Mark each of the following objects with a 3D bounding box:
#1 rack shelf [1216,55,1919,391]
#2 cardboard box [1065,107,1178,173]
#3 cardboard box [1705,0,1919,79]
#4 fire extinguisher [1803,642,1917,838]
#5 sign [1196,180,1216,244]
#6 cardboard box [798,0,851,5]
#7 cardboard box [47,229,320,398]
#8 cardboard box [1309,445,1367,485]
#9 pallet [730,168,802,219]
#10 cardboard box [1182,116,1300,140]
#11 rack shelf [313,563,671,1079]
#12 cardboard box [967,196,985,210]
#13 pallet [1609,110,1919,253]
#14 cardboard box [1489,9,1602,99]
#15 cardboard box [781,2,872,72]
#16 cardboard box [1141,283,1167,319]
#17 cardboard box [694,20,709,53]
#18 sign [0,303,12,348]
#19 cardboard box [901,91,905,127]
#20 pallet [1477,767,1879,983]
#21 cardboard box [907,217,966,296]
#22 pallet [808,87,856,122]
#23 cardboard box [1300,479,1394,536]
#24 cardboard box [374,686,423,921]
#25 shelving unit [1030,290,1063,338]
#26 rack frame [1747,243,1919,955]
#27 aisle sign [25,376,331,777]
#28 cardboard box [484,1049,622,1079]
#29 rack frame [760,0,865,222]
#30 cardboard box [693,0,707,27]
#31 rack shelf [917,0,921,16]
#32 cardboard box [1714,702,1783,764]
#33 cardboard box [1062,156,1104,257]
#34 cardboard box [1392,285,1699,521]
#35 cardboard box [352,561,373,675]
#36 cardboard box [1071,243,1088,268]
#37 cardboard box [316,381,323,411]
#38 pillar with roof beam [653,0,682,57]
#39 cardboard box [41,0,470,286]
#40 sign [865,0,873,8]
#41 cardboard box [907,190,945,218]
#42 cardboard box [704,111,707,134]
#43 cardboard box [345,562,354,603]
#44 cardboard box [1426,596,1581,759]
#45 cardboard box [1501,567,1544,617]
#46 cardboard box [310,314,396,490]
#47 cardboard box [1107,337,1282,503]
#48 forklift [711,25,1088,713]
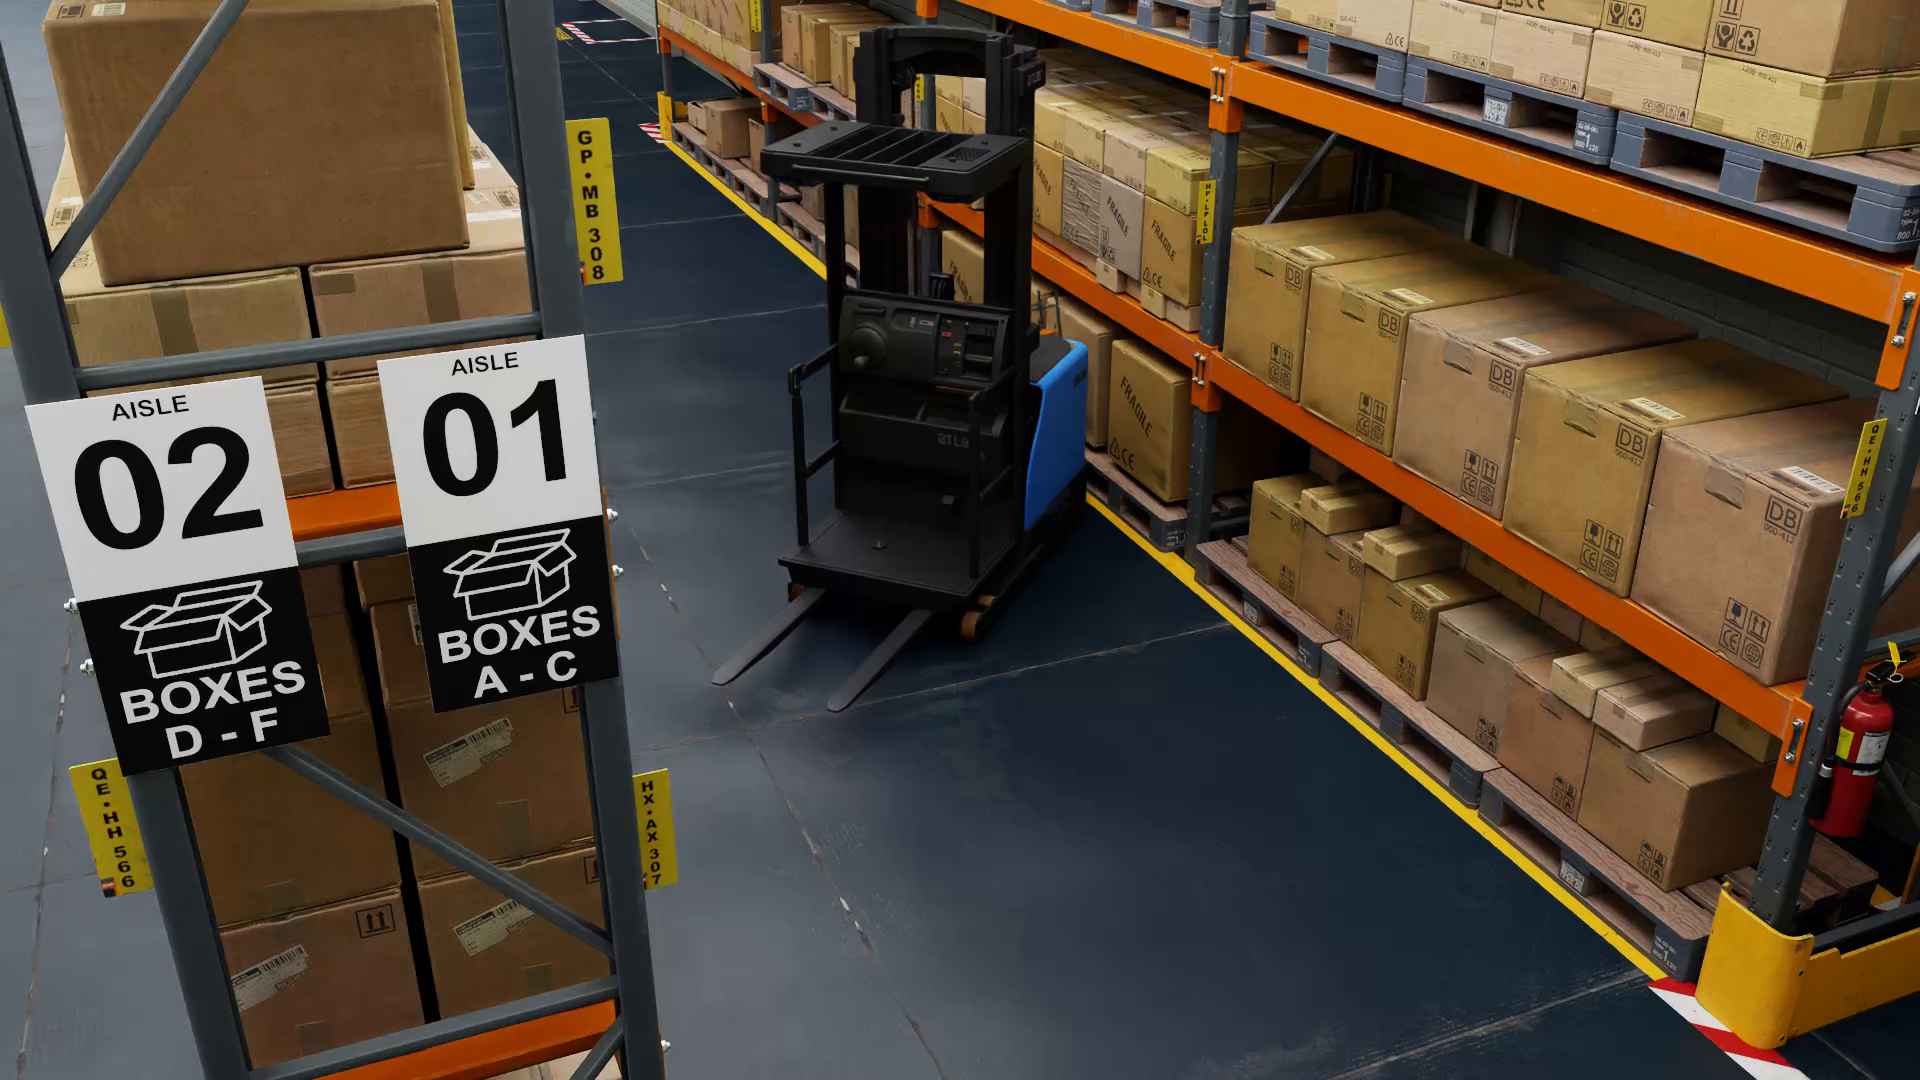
[{"bbox_3d":[2.547,-1.514,6.833,1.077,0.370,4.000,-11,28,-21],"label":"rack shelf"},{"bbox_3d":[0.954,-2.380,9.875,0.500,0.250,0.500,-10,28,-20],"label":"cardboard box"},{"bbox_3d":[2.792,-1.782,5.285,0.500,0.500,0.500,-11,28,-21],"label":"cardboard box"},{"bbox_3d":[2.964,0.661,5.491,0.296,0.674,0.183,-11,28,-21],"label":"fire extinguisher"},{"bbox_3d":[1.268,-1.684,8.551,0.100,0.325,0.005,-11,28,-21],"label":"sign"},{"bbox_3d":[-1.361,-5.030,15.928,0.500,0.500,0.500,-11,28,-22],"label":"cardboard box"},{"bbox_3d":[-1.662,-0.498,3.533,0.500,0.250,0.500,-11,28,-21],"label":"cardboard box"},{"bbox_3d":[2.088,-0.427,8.836,0.380,0.149,0.250,-11,28,-21],"label":"cardboard box"},{"bbox_3d":[-1.665,-3.538,16.756,1.003,0.211,1.213,-11,28,-21],"label":"pallet"},{"bbox_3d":[1.612,-2.262,9.633,0.500,0.250,0.500,-10,28,-20],"label":"cardboard box"},{"bbox_3d":[-2.010,0.687,5.745,1.077,0.370,4.000,-11,28,-21],"label":"rack shelf"},{"bbox_3d":[0.230,-2.410,11.530,0.380,0.149,0.250,-10,28,-19],"label":"cardboard box"},{"bbox_3d":[3.030,-1.288,5.651,1.003,0.211,1.213,-11,28,-21],"label":"pallet"},{"bbox_3d":[2.386,-1.865,6.311,0.500,0.250,0.500,-11,28,-22],"label":"cardboard box"},{"bbox_3d":[-1.202,-4.558,15.050,0.700,0.500,0.500,-10,28,-20],"label":"cardboard box"},{"bbox_3d":[1.250,-1.378,9.418,0.380,0.149,0.250,-10,28,-20],"label":"cardboard box"},{"bbox_3d":[-2.431,-5.213,17.156,0.500,0.250,0.500,-10,28,-20],"label":"cardboard box"},{"bbox_3d":[-1.745,-0.488,2.902,0.100,0.325,0.005,-11,28,-21],"label":"sign"},{"bbox_3d":[-0.240,-3.563,13.013,0.700,0.500,0.500,-13,29,-25],"label":"cardboard box"},{"bbox_3d":[2.945,1.262,6.925,1.003,0.211,1.213,-11,28,-21],"label":"pallet"},{"bbox_3d":[-0.133,-2.268,13.323,0.700,0.500,0.500,-10,28,-20],"label":"cardboard box"},{"bbox_3d":[-0.616,-3.617,13.959,1.003,0.211,1.213,-11,28,-21],"label":"pallet"},{"bbox_3d":[1.928,-0.164,8.299,0.380,0.149,0.250,-10,28,-19],"label":"cardboard box"},{"bbox_3d":[-1.365,0.694,4.796,0.500,0.500,0.500,-11,28,-21],"label":"cardboard box"},{"bbox_3d":[0.516,-0.918,10.250,0.258,1.200,0.189,-16,17,-29],"label":"shelving unit"},{"bbox_3d":[3.330,0.318,5.680,1.000,3.000,0.127,-11,28,-21],"label":"rack frame"},{"bbox_3d":[-1.482,0.083,3.199,0.394,0.787,0.004,-11,28,-21],"label":"aisle sign"},{"bbox_3d":[-1.374,1.739,5.403,0.500,0.250,0.500,-11,28,-21],"label":"cardboard box"},{"bbox_3d":[-1.370,-4.526,15.602,1.000,3.000,0.127,-11,28,-21],"label":"rack frame"},{"bbox_3d":[-2.432,-5.558,17.008,0.500,0.500,0.500,-10,28,-19],"label":"cardboard box"},{"bbox_3d":[-0.586,-4.744,13.448,1.077,0.370,4.000,-11,28,-21],"label":"rack shelf"},{"bbox_3d":[3.197,0.712,6.504,0.380,0.149,0.250,-10,28,-20],"label":"cardboard box"},{"bbox_3d":[0.953,-2.036,10.025,0.500,0.500,0.500,-11,28,-20],"label":"cardboard box"},{"bbox_3d":[2.536,-0.622,7.263,0.980,0.700,0.700,-12,28,-23],"label":"cardboard box"},{"bbox_3d":[-1.561,0.040,4.997,0.500,0.500,0.500,-10,28,-20],"label":"cardboard box"},{"bbox_3d":[0.913,-1.801,10.283,0.380,0.149,0.250,-11,28,-22],"label":"cardboard box"},{"bbox_3d":[-1.856,-0.476,4.057,0.500,0.250,0.500,-11,28,-21],"label":"cardboard box"},{"bbox_3d":[-8.177,-10.385,20.764,9.100,9.000,0.400,-11,28,-21],"label":"pillar with roof beam"},{"bbox_3d":[-1.443,-0.876,3.453,0.700,0.500,0.500,-11,28,-21],"label":"cardboard box"},{"bbox_3d":[-0.860,-5.143,15.546,0.100,0.325,0.005,-11,28,-21],"label":"sign"},{"bbox_3d":[-0.299,-2.845,13.652,0.500,0.250,0.500,-10,28,-20],"label":"cardboard box"},{"bbox_3d":[-2.525,-4.606,18.327,0.500,0.311,0.500,-8,27,-16],"label":"cardboard box"},{"bbox_3d":[-2.158,-0.123,6.470,0.500,0.500,0.500,-10,28,-19],"label":"cardboard box"},{"bbox_3d":[2.570,0.582,7.509,0.700,0.500,0.500,-12,28,-22],"label":"cardboard box"},{"bbox_3d":[2.699,0.200,7.552,0.380,0.149,0.250,-10,28,-20],"label":"cardboard box"},{"bbox_3d":[-1.194,-0.361,3.822,0.500,0.250,0.500,-11,28,-21],"label":"cardboard box"},{"bbox_3d":[1.389,-0.759,9.858,0.750,0.750,0.750,-10,28,-20],"label":"cardboard box"},{"bbox_3d":[-0.279,-0.997,8.451,1.130,2.935,3.031,11,28,21],"label":"forklift"}]
